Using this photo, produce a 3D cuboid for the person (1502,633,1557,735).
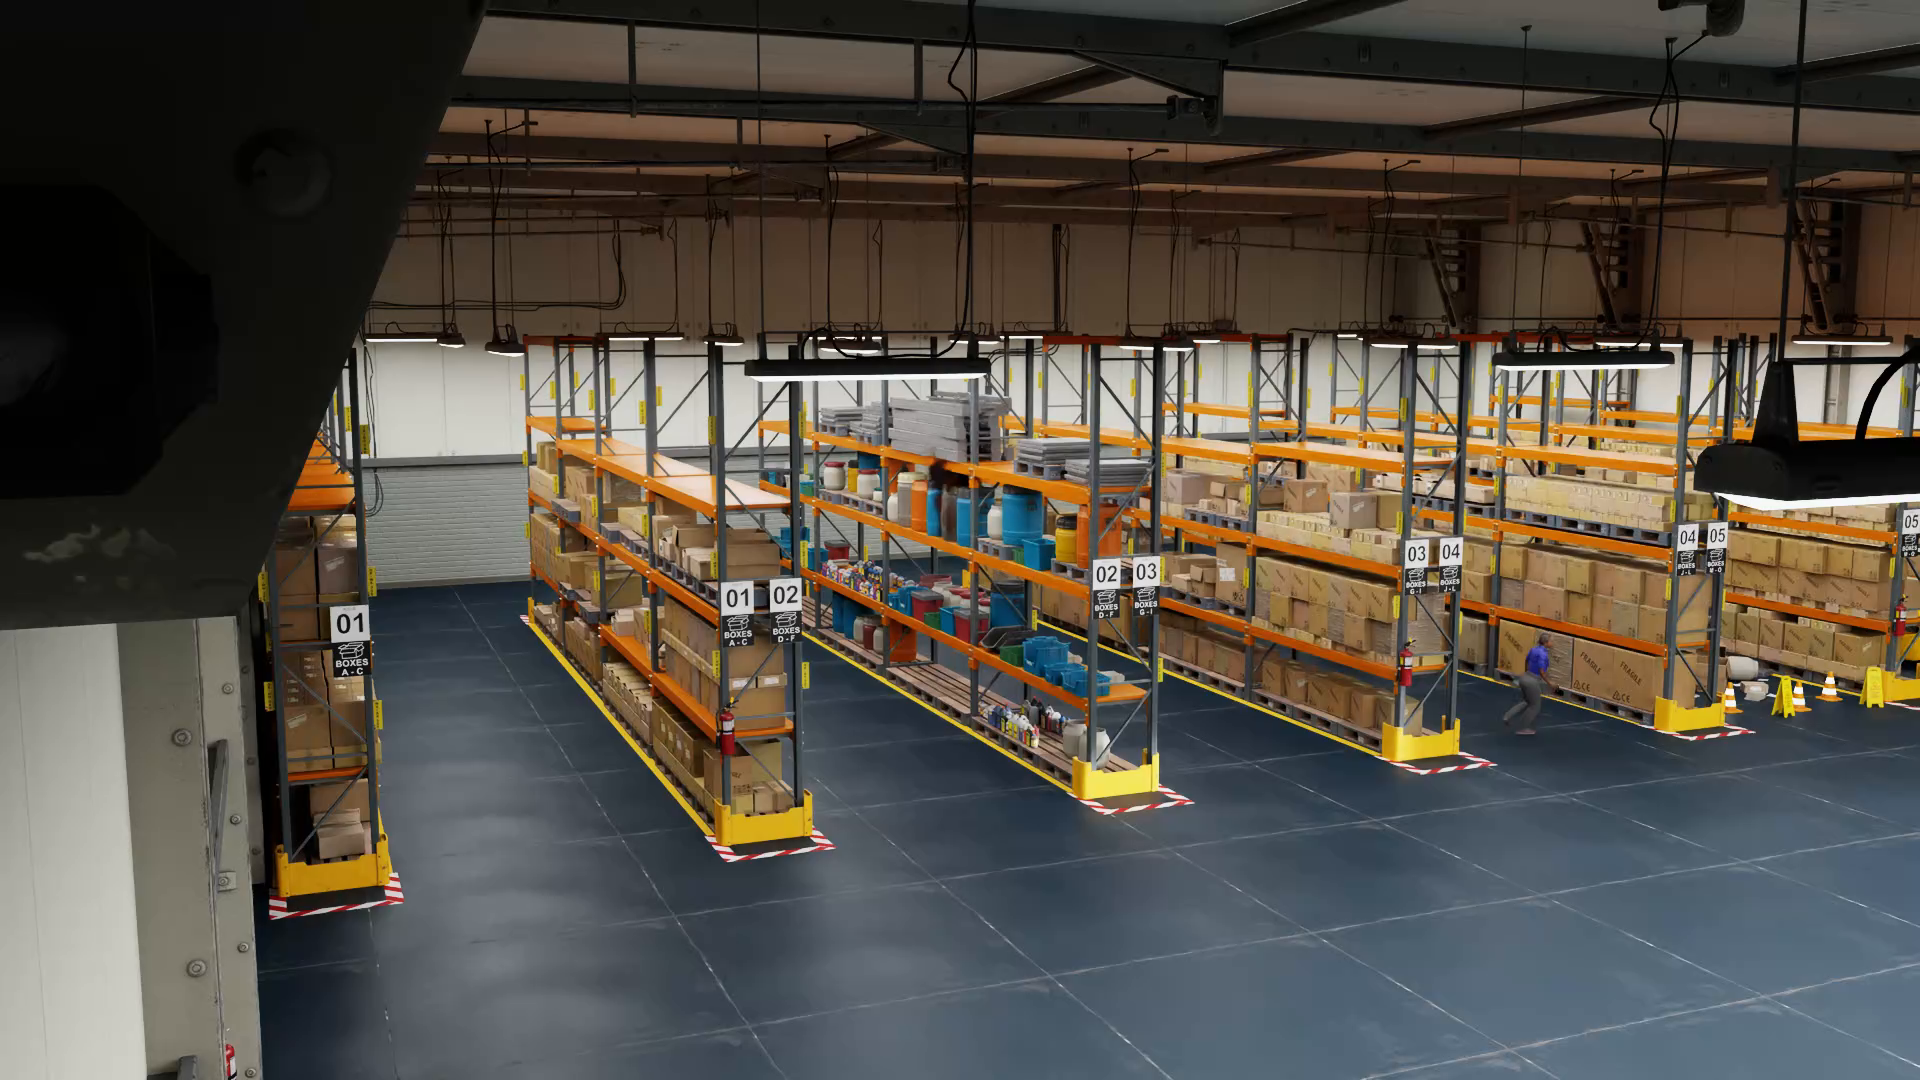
[{"bbox_3d":[8.687,2.186,25.364,0.745,1.581,0.551,0,8,4],"label":"person"}]
